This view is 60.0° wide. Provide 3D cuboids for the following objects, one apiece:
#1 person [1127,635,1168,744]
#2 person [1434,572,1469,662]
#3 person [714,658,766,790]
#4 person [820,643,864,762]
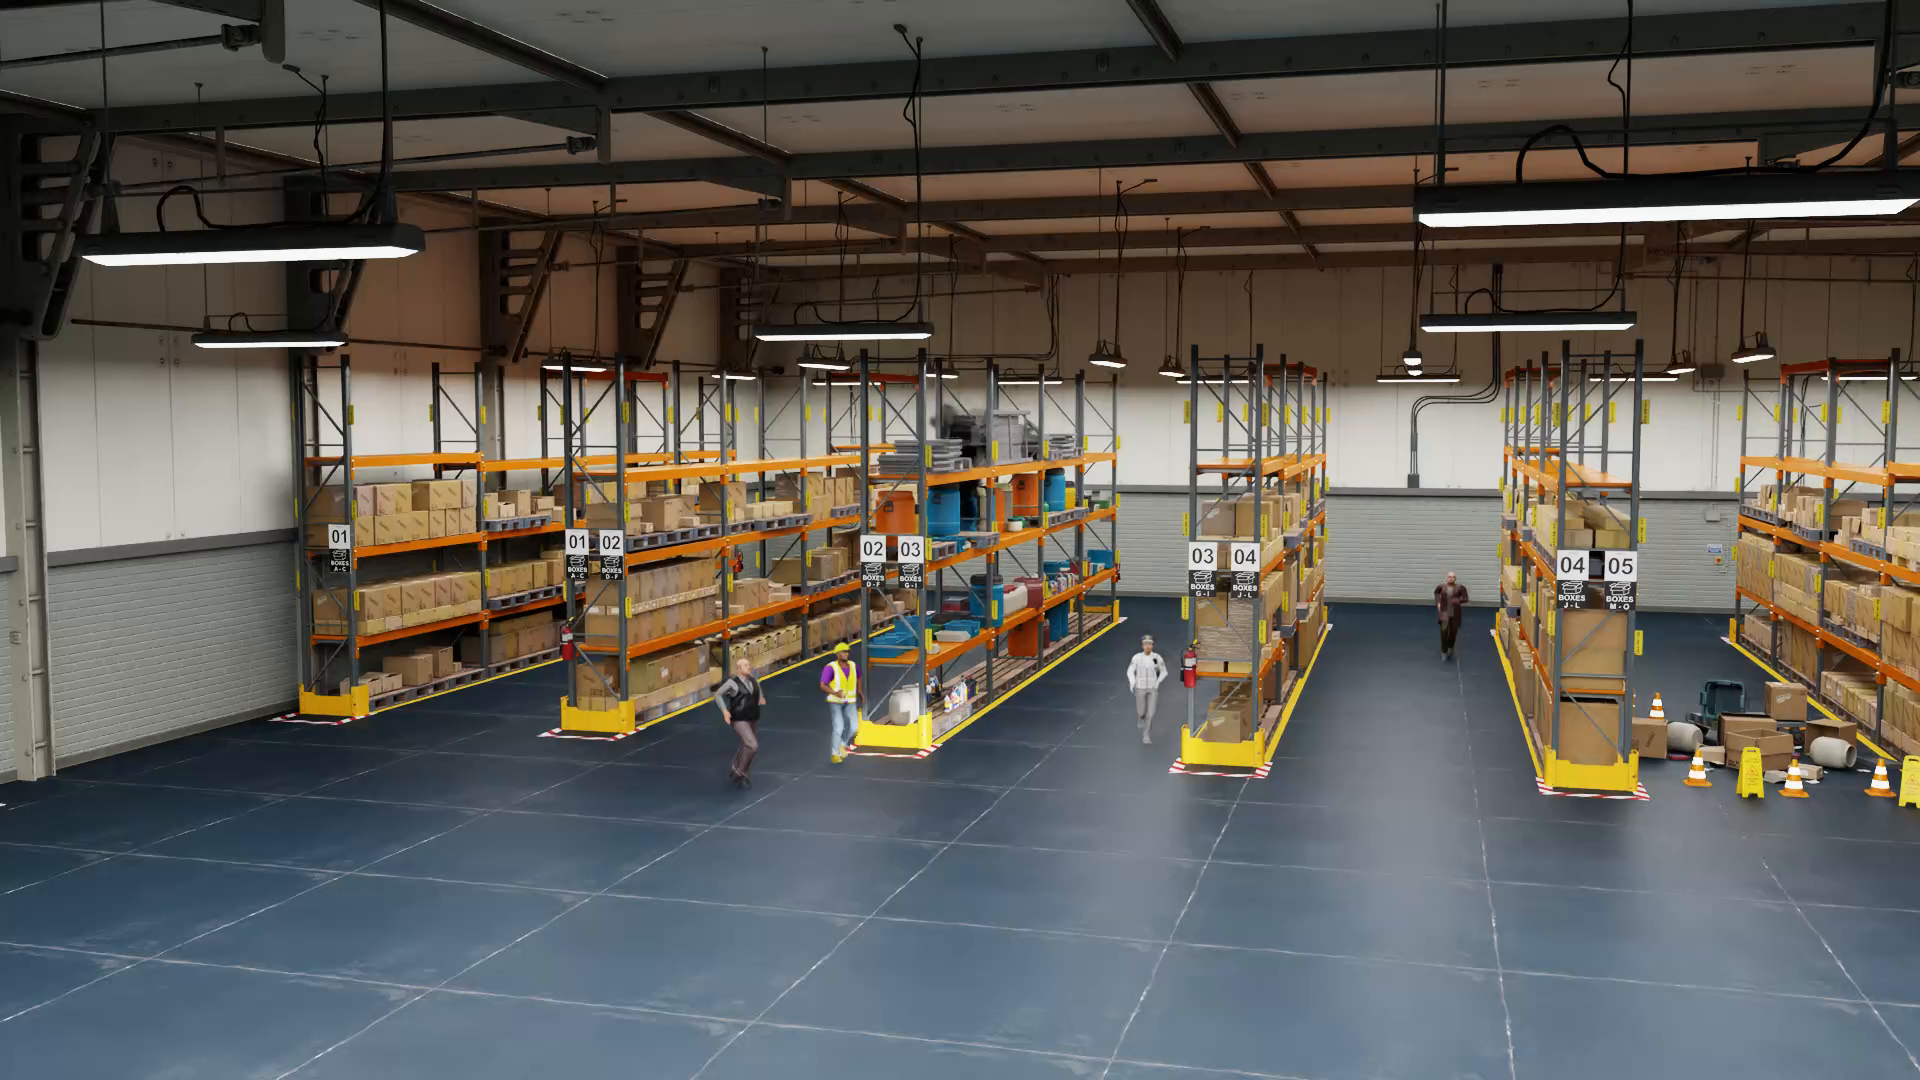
[{"bbox_3d":[2.874,2.272,25.508,0.615,1.657,0.555,0,4,5],"label":"person"},{"bbox_3d":[10.103,1.571,34.204,0.674,1.845,0.952,1,4,14],"label":"person"},{"bbox_3d":[-2.893,2.472,22.375,0.729,1.756,0.627,3,5,36],"label":"person"},{"bbox_3d":[-1.658,2.343,23.936,0.745,1.730,0.592,-2,5,-28],"label":"person"}]
